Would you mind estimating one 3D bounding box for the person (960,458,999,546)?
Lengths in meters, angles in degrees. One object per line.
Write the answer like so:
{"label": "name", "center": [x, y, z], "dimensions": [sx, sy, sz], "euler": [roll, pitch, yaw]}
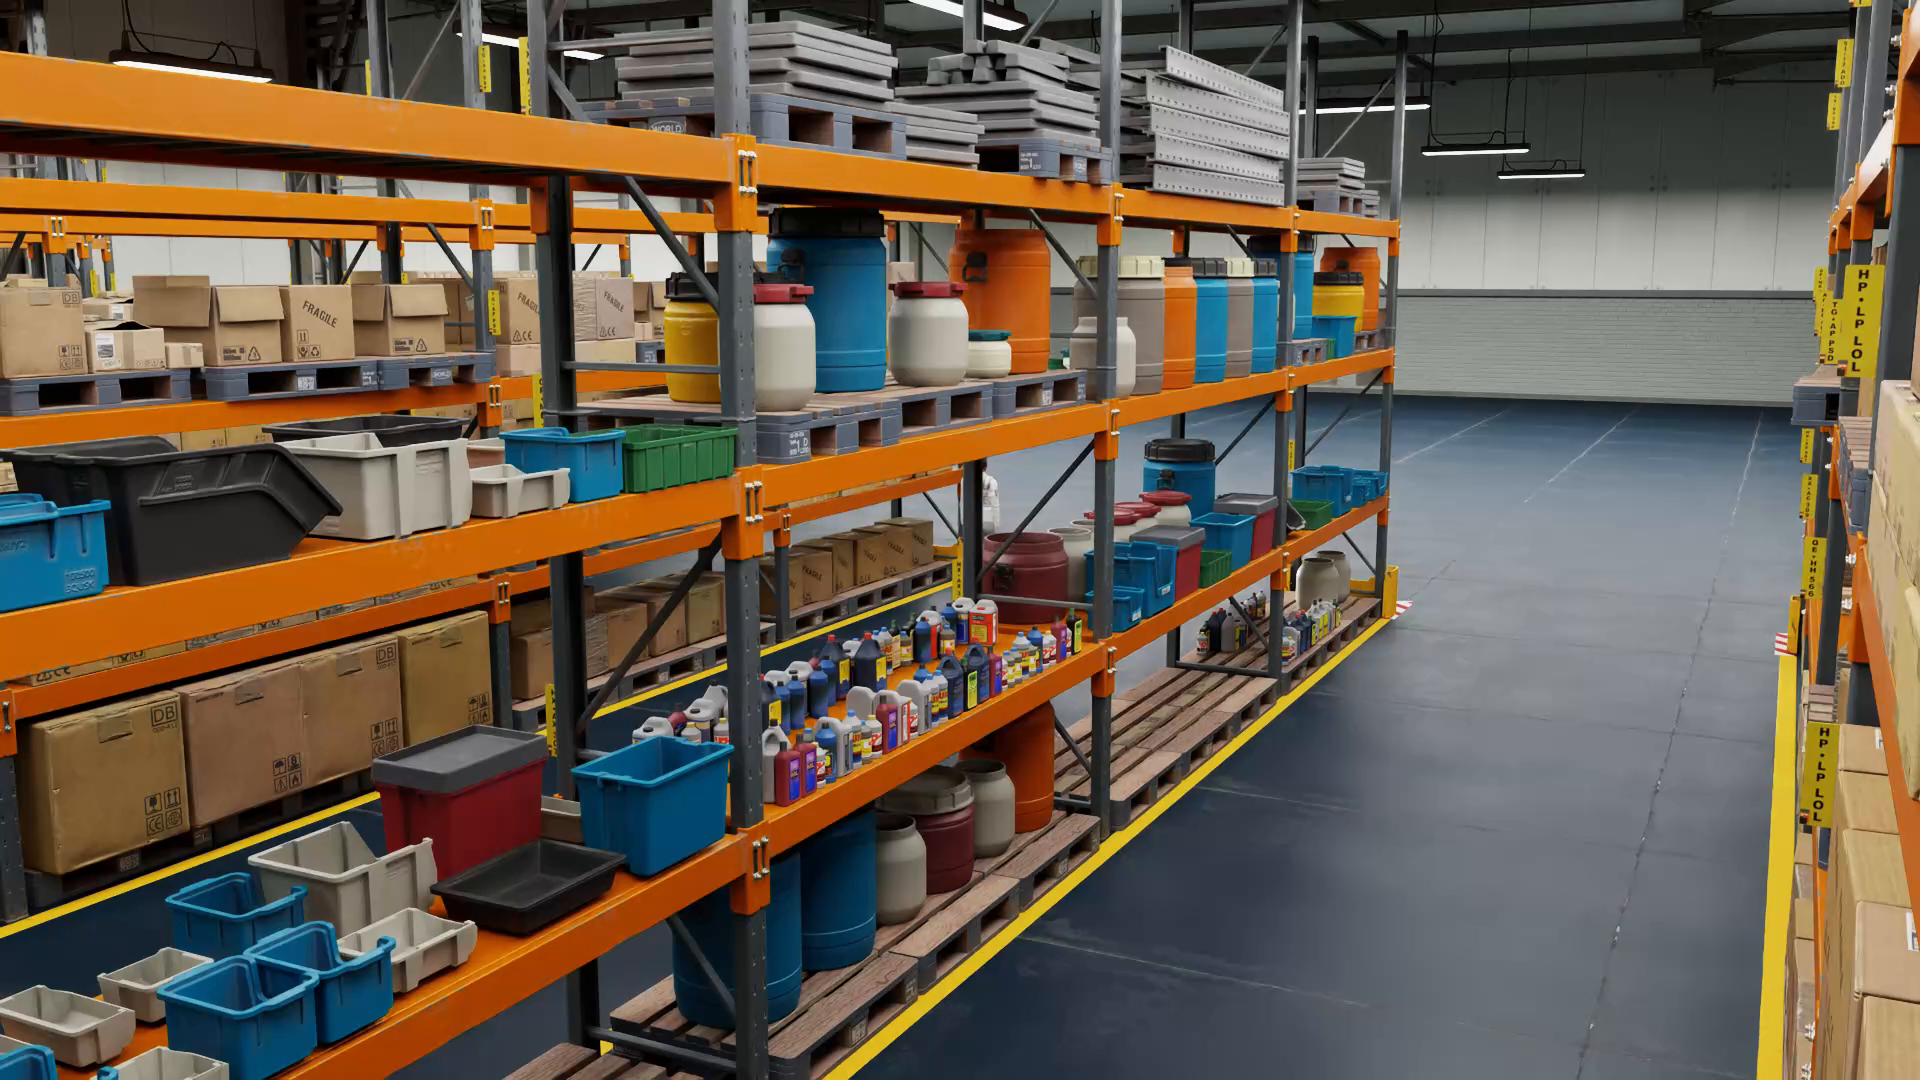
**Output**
{"label": "person", "center": [0.224, -0.155, 18.330], "dimensions": [0.465, 1.700, 0.359], "euler": [5, 10, 26]}
